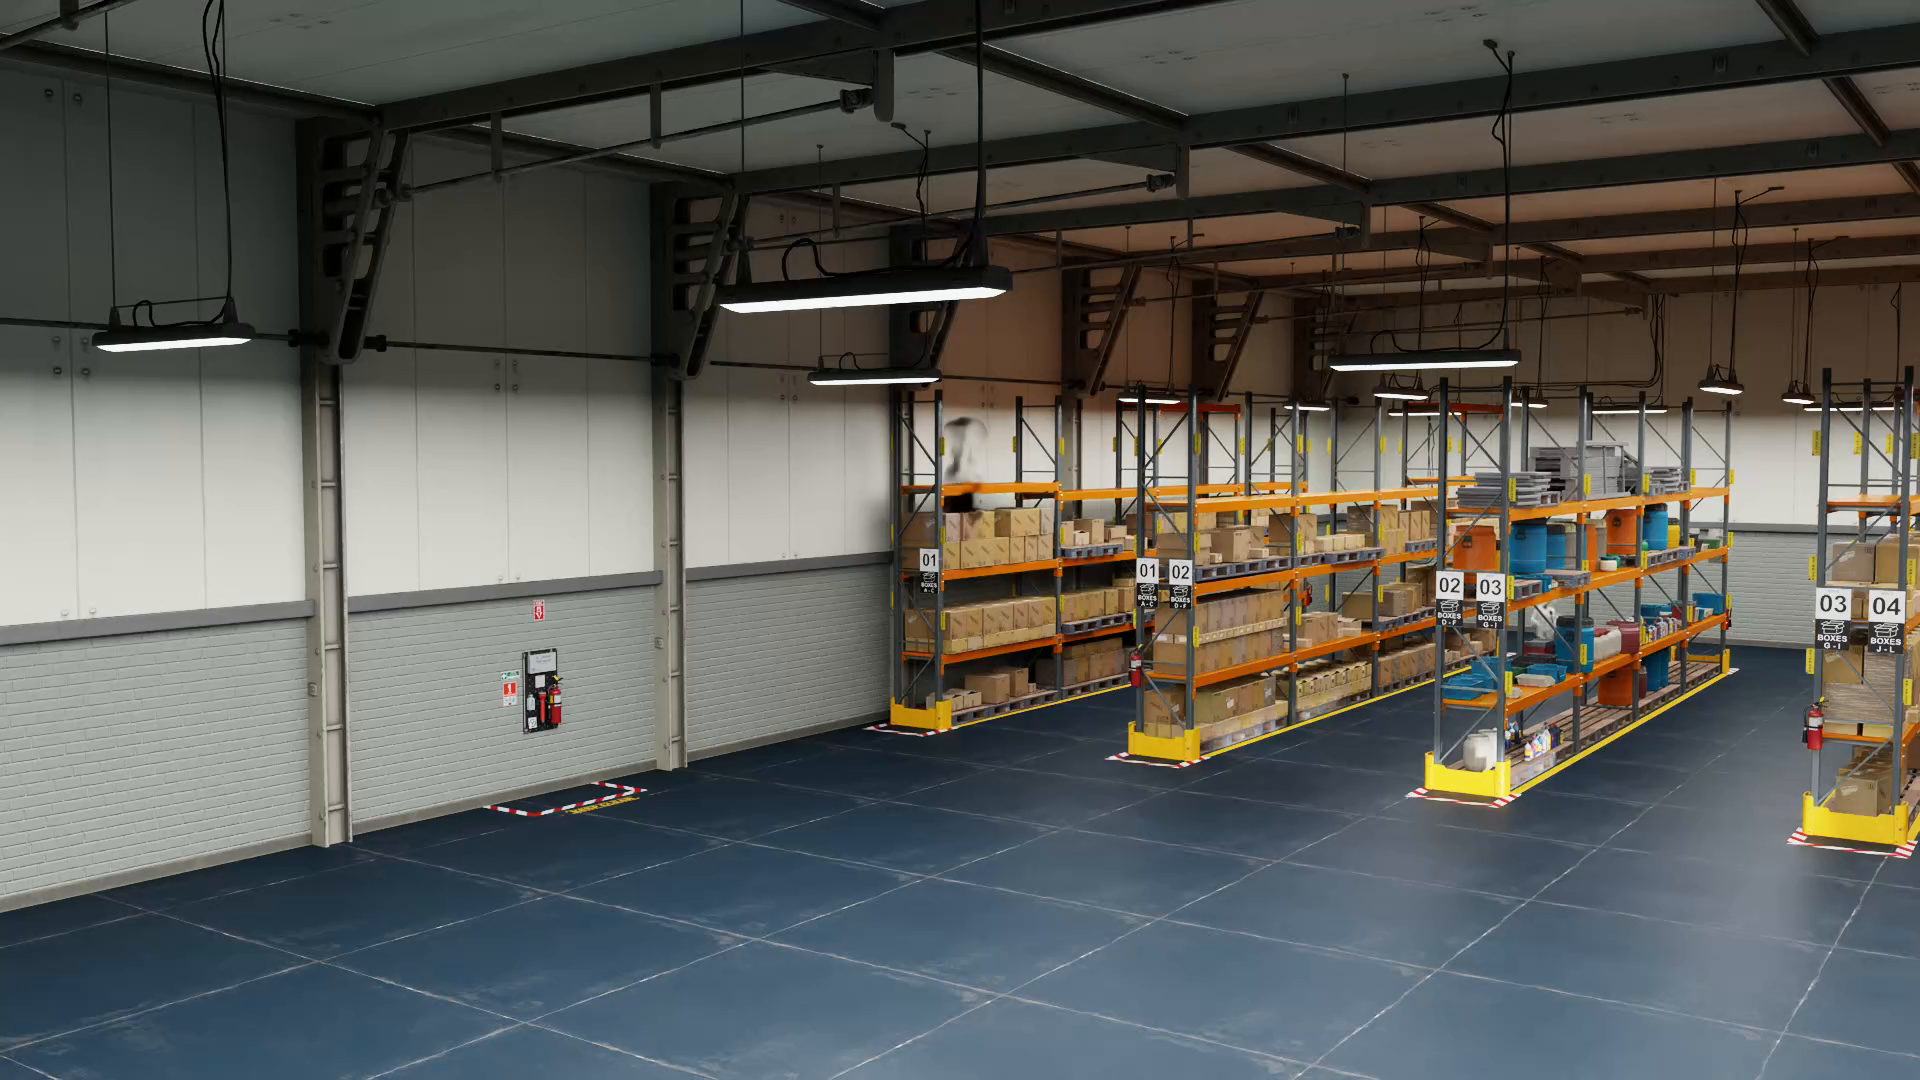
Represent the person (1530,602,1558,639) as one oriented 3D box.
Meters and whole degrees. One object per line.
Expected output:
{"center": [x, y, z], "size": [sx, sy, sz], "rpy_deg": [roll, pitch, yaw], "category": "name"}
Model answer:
{"center": [13.163, 2.060, 37.486], "size": [0.593, 1.665, 0.546], "rpy_deg": [1, 3, 19], "category": "person"}
